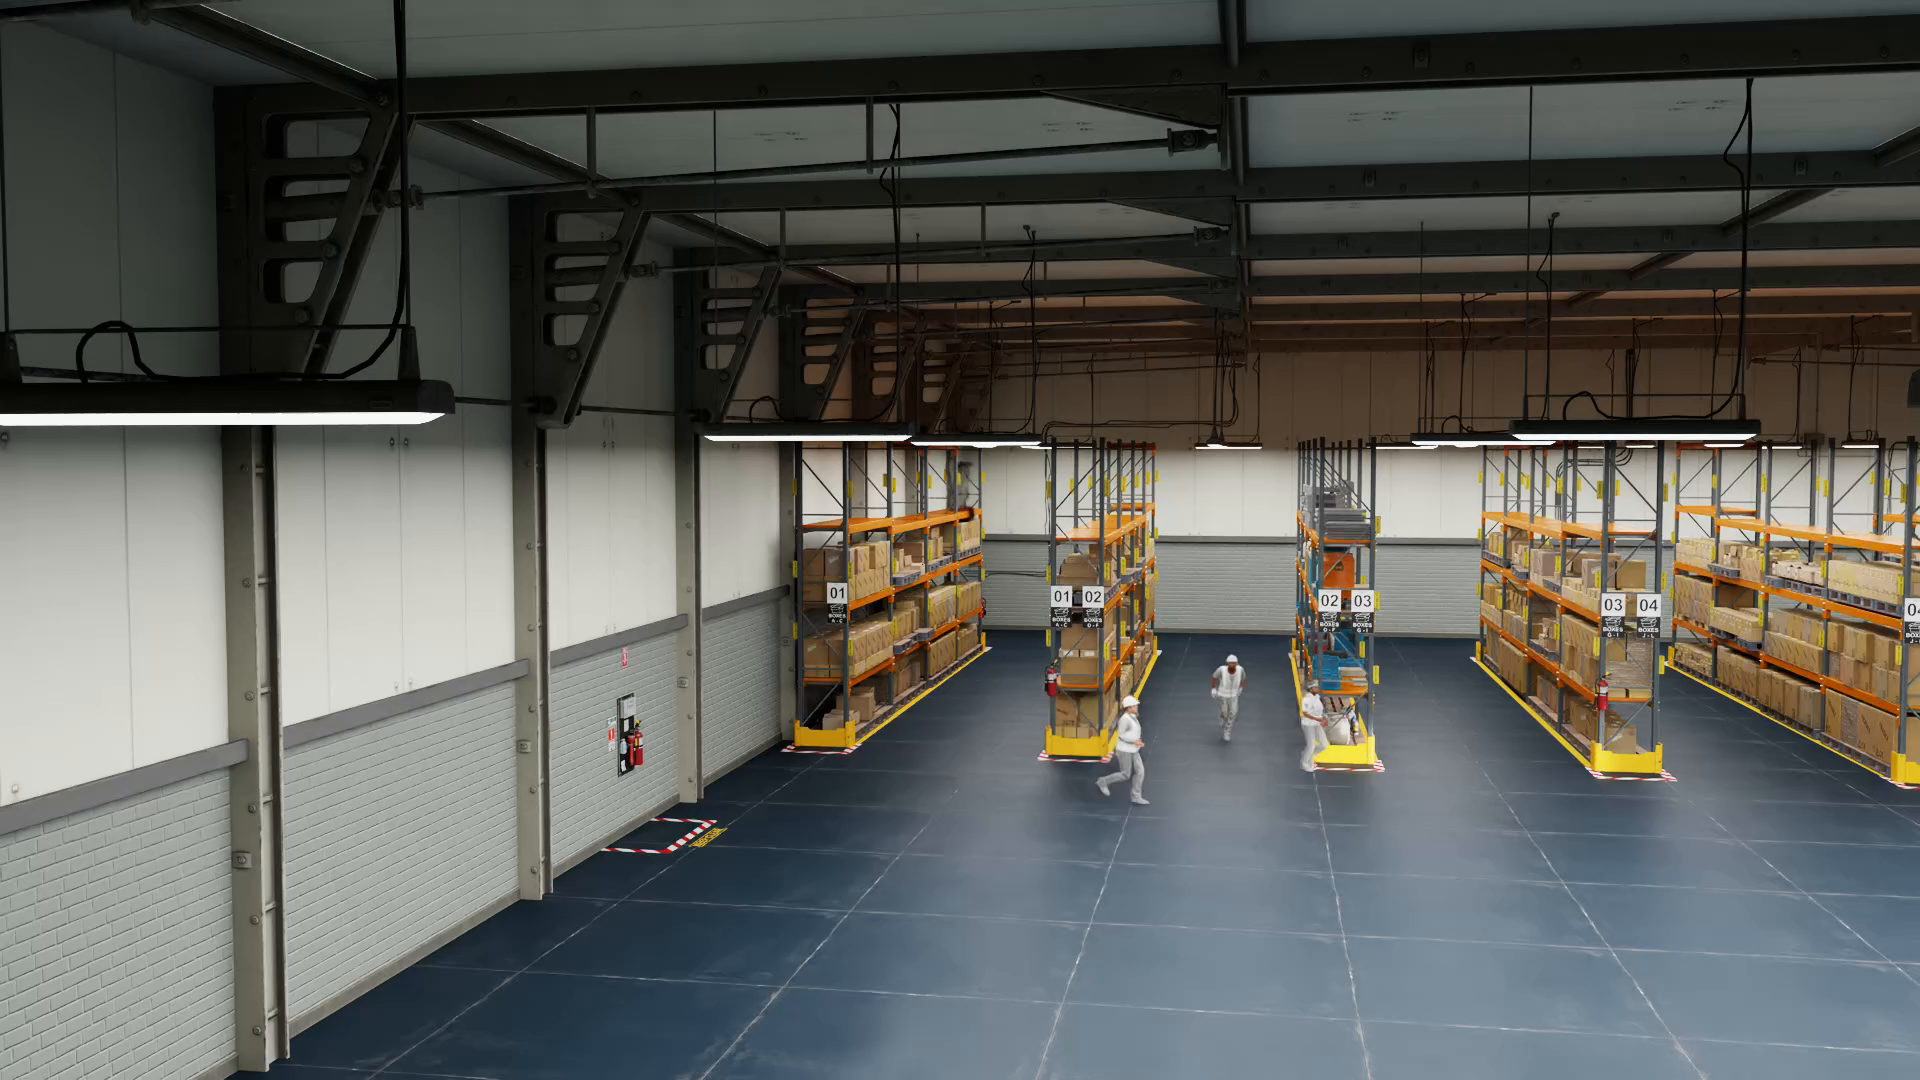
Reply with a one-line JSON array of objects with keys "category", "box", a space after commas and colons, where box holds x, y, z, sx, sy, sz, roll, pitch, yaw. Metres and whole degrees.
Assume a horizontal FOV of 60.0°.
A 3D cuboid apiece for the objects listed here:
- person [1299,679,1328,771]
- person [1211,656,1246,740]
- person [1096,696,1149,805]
[{"category": "person", "box": [6.356, 3.317, 29.752, 0.596, 1.645, 0.593, -3, 4, -41]}, {"category": "person", "box": [5.362, 3.129, 33.225, 0.678, 1.709, 0.796, -1, 3, -10]}, {"category": "person", "box": [2.671, 3.417, 27.103, 0.869, 1.761, 0.653, 1, 3, 25]}]
